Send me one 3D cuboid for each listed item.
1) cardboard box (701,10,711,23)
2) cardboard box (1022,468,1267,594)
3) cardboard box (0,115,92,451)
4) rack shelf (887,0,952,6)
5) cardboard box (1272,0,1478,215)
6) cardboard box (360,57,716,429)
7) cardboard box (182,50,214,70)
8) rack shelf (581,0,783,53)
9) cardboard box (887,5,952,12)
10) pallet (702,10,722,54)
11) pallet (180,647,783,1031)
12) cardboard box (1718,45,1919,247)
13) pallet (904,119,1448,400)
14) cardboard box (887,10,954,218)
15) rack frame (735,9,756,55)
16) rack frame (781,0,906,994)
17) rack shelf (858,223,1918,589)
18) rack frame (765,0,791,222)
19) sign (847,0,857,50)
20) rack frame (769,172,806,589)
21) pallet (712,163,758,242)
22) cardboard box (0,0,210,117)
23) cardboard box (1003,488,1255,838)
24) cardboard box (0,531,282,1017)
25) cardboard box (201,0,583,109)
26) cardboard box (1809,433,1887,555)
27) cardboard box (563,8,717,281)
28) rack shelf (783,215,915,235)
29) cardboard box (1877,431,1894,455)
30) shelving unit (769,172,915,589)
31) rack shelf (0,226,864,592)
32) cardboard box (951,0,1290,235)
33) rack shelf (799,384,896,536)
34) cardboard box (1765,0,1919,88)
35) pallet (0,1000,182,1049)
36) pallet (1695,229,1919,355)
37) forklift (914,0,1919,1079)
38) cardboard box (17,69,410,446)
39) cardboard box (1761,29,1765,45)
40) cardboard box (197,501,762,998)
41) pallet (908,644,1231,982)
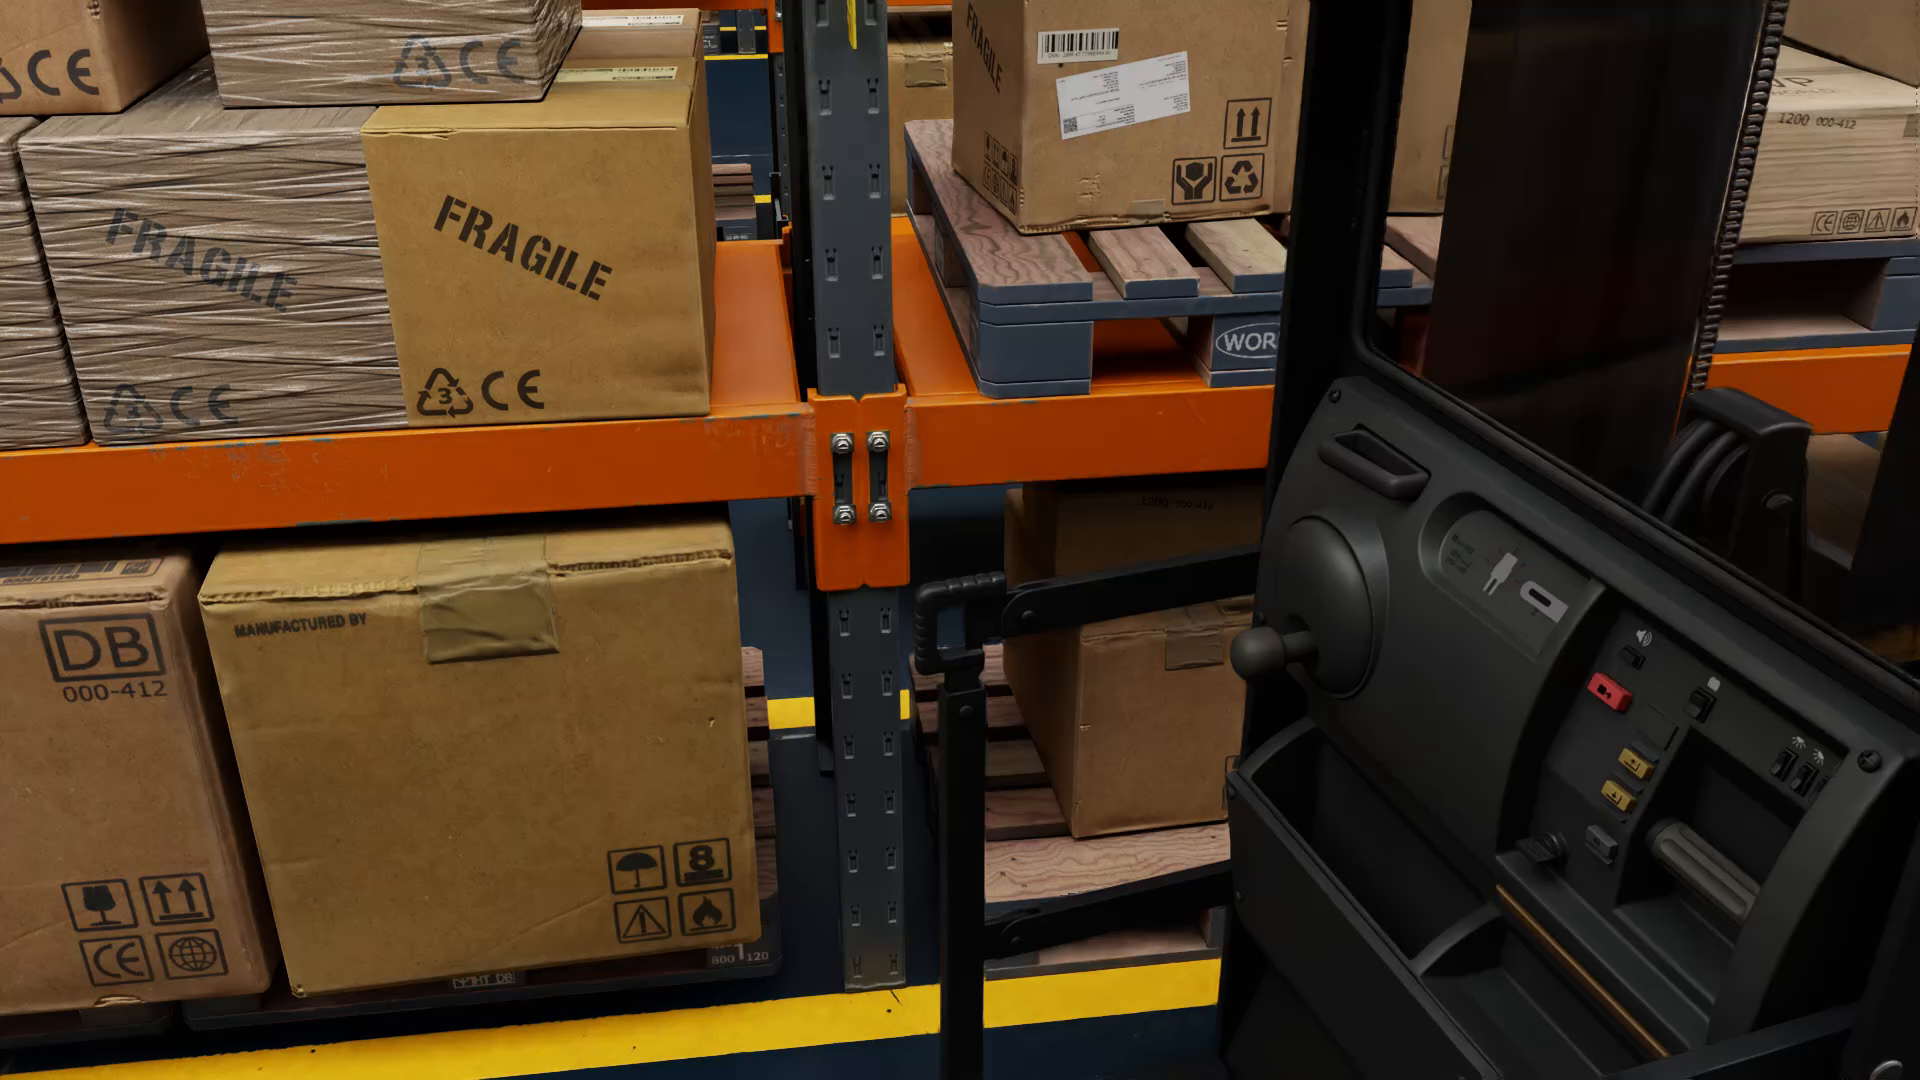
[{"bbox_3d":[-2.319,-4.344,12.298,0.875,0.875,0.875,-4,27,-8],"label":"cardboard box"},{"bbox_3d":[0.416,-0.102,3.598,0.500,0.250,0.500,-3,27,-5],"label":"cardboard box"},{"bbox_3d":[-1.706,-0.466,2.764,0.500,0.500,0.500,-5,28,-9],"label":"cardboard box"},{"bbox_3d":[1.146,-2.685,7.984,4.000,0.370,1.077,-4,27,-7],"label":"rack shelf"},{"bbox_3d":[0.825,-0.993,3.330,0.500,0.500,0.700,0,27,1],"label":"cardboard box"},{"bbox_3d":[-0.697,-0.530,2.887,0.500,0.500,0.500,-3,27,-6],"label":"cardboard box"},{"bbox_3d":[-1.273,-0.732,3.280,0.500,0.500,0.500,-4,27,-9],"label":"cardboard box"},{"bbox_3d":[-2.815,-2.430,7.488,4.000,0.370,1.077,-4,27,-7],"label":"rack shelf"},{"bbox_3d":[-0.333,-4.208,12.585,0.625,0.372,0.950,-4,27,-8],"label":"cardboard box"},{"bbox_3d":[-2.415,-3.852,12.526,1.213,0.211,1.003,-4,27,-7],"label":"pallet"},{"bbox_3d":[-1.034,0.628,3.795,1.213,0.211,1.003,-4,27,-7],"label":"pallet"},{"bbox_3d":[1.449,-0.752,3.133,0.500,0.250,0.500,-4,27,-9],"label":"cardboard box"},{"bbox_3d":[0.448,-0.637,3.416,1.003,0.211,1.213,-4,27,-7],"label":"pallet"},{"bbox_3d":[-0.219,-2.061,7.986,0.750,0.750,1.050,-4,27,-8],"label":"cardboard box"},{"bbox_3d":[-1.624,-5.109,11.921,0.127,3.000,1.000,-4,27,-7],"label":"rack frame"},{"bbox_3d":[-0.243,-0.629,3.190,0.127,3.000,1.000,-4,27,-7],"label":"rack frame"},{"bbox_3d":[1.737,-0.436,3.602,4.000,0.370,1.077,-4,27,-7],"label":"rack shelf"},{"bbox_3d":[-0.834,-2.877,7.572,0.127,3.000,1.000,-4,27,-7],"label":"rack frame"},{"bbox_3d":[-0.163,-0.893,2.437,0.005,0.325,0.100,-4,27,-7],"label":"sign"},{"bbox_3d":[-0.510,-0.468,4.929,0.032,1.125,0.500,-4,27,-7],"label":"rack frame"},{"bbox_3d":[-1.608,-1.588,8.113,1.213,0.211,1.003,-4,27,-7],"label":"pallet"},{"bbox_3d":[-1.615,-1.040,2.783,0.637,0.503,0.797,-3,27,-6],"label":"cardboard box"},{"bbox_3d":[0.417,0.236,3.761,0.500,0.500,0.700,-5,28,-10],"label":"cardboard box"},{"bbox_3d":[-1.813,0.217,3.408,0.875,0.875,1.225,-4,27,-7],"label":"cardboard box"},{"bbox_3d":[-0.969,-1.080,2.861,0.637,0.503,0.797,-3,27,-5],"label":"cardboard box"},{"bbox_3d":[2.078,0.120,3.986,0.500,0.500,0.700,-6,28,-12],"label":"cardboard box"},{"bbox_3d":[-0.762,-0.765,3.346,0.500,0.500,0.500,-3,27,-6],"label":"cardboard box"},{"bbox_3d":[-0.007,-0.760,4.859,1.000,0.278,0.538,-4,27,-7],"label":"rack shelf"},{"bbox_3d":[2.632,0.084,4.056,0.500,0.500,0.700,-4,27,-7],"label":"cardboard box"},{"bbox_3d":[-0.007,-0.500,4.992,1.048,1.125,0.538,-4,27,-7],"label":"shelving unit"},{"bbox_3d":[-2.224,-0.181,3.106,4.000,0.370,1.077,-4,27,-7],"label":"rack shelf"},{"bbox_3d":[0.286,-0.913,3.173,0.500,0.500,0.500,-7,28,-13],"label":"cardboard box"},{"bbox_3d":[-0.007,-0.282,5.104,1.000,0.278,0.538,-4,27,-7],"label":"rack shelf"},{"bbox_3d":[2.014,-0.964,3.270,0.637,0.503,0.797,-1,27,-2],"label":"cardboard box"},{"bbox_3d":[-2.240,0.704,3.647,1.213,0.211,1.003,-4,27,-7],"label":"pallet"},{"bbox_3d":[1.711,-0.688,3.515,1.213,0.211,1.003,-4,27,-7],"label":"pallet"},{"bbox_3d":[0.417,0.132,1.781,3.031,2.935,1.130,-9,29,-17],"label":"forklift"},{"bbox_3d":[-1.192,-0.501,2.831,0.500,0.500,0.500,-4,27,-8],"label":"cardboard box"},{"bbox_3d":[3.759,-2.382,8.473,0.875,0.875,0.875,-3,27,-6],"label":"cardboard box"},{"bbox_3d":[-0.929,0.164,3.512,0.875,0.875,1.225,-5,28,-10],"label":"cardboard box"},{"bbox_3d":[0.531,0.563,3.922,1.213,0.211,1.003,-4,27,-7],"label":"pallet"}]
